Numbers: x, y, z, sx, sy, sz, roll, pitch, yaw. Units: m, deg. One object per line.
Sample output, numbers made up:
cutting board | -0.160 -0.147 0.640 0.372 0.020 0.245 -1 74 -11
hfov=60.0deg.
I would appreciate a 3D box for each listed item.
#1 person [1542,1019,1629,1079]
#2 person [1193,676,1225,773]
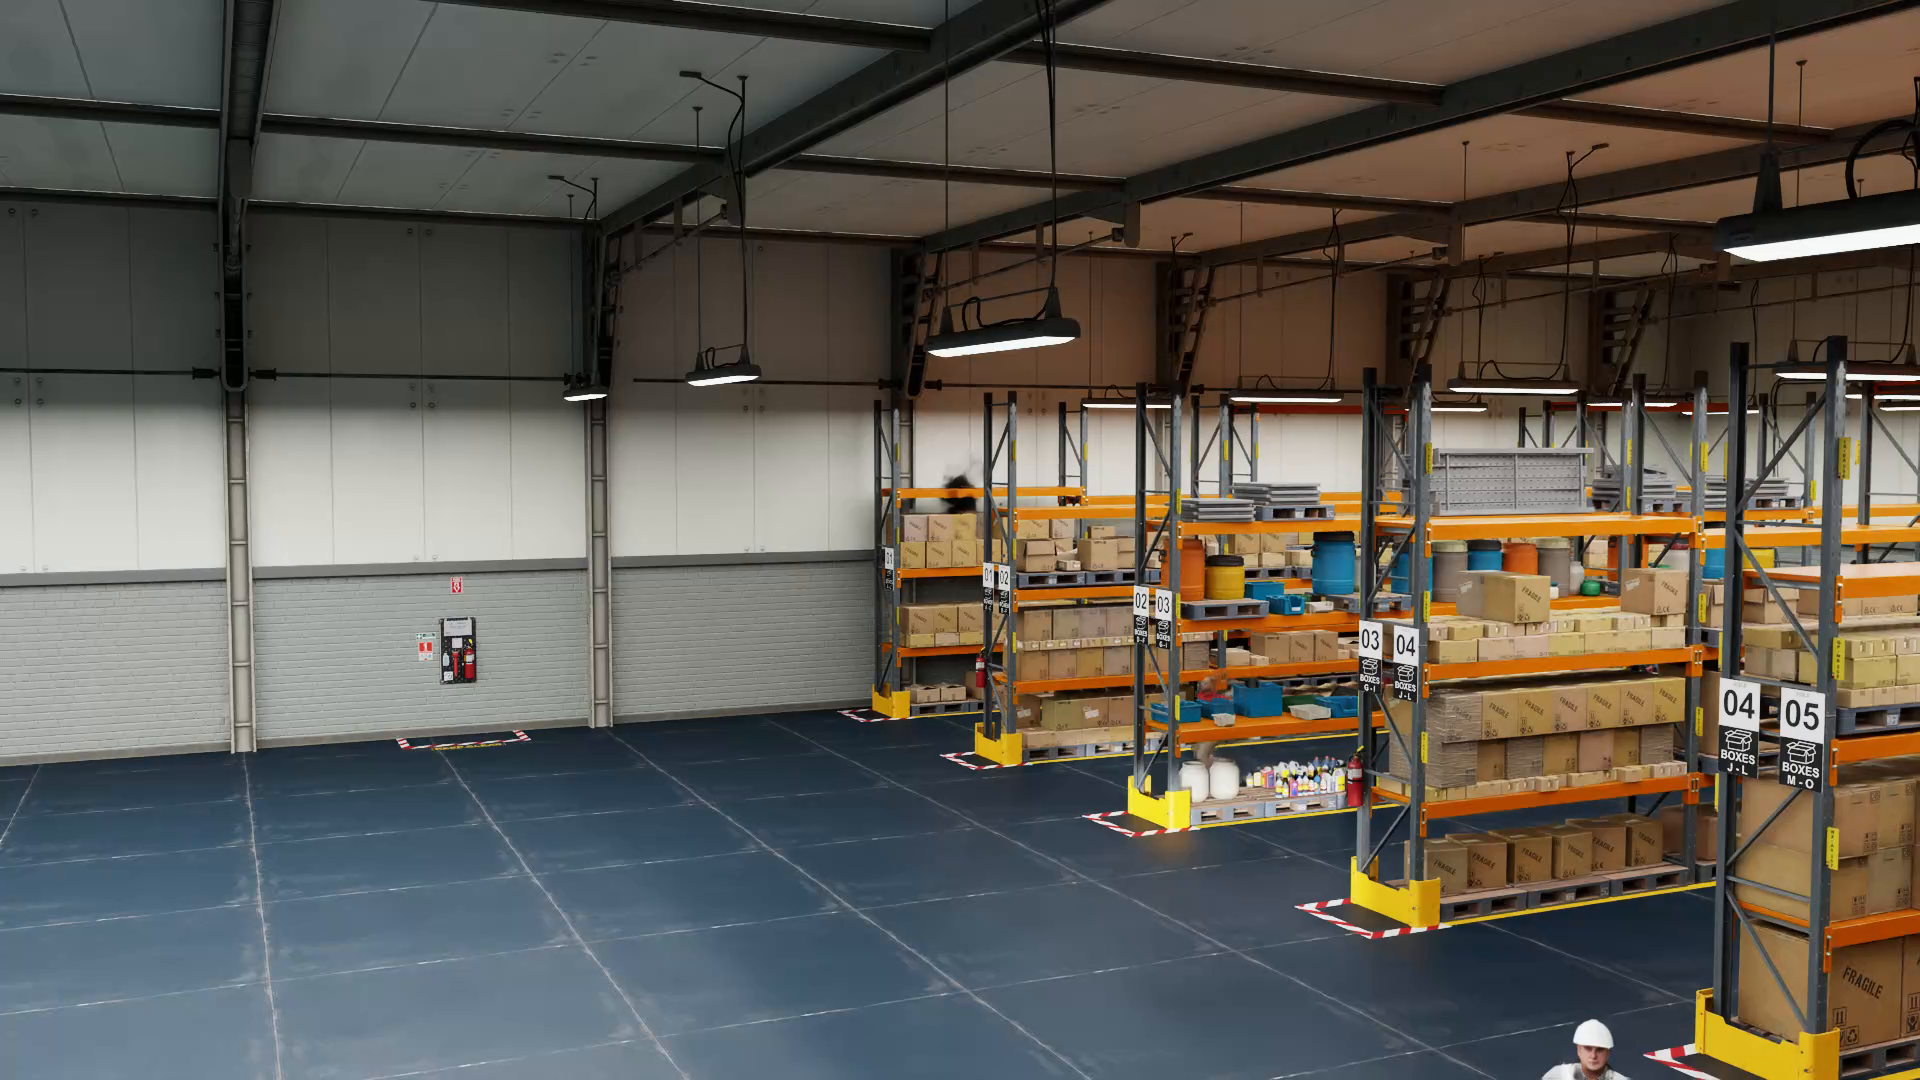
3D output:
person | 3.667 3.702 9.698 0.633 1.822 0.825 1 3 17
person | 3.739 2.868 24.807 0.772 1.699 0.660 -2 4 -33
